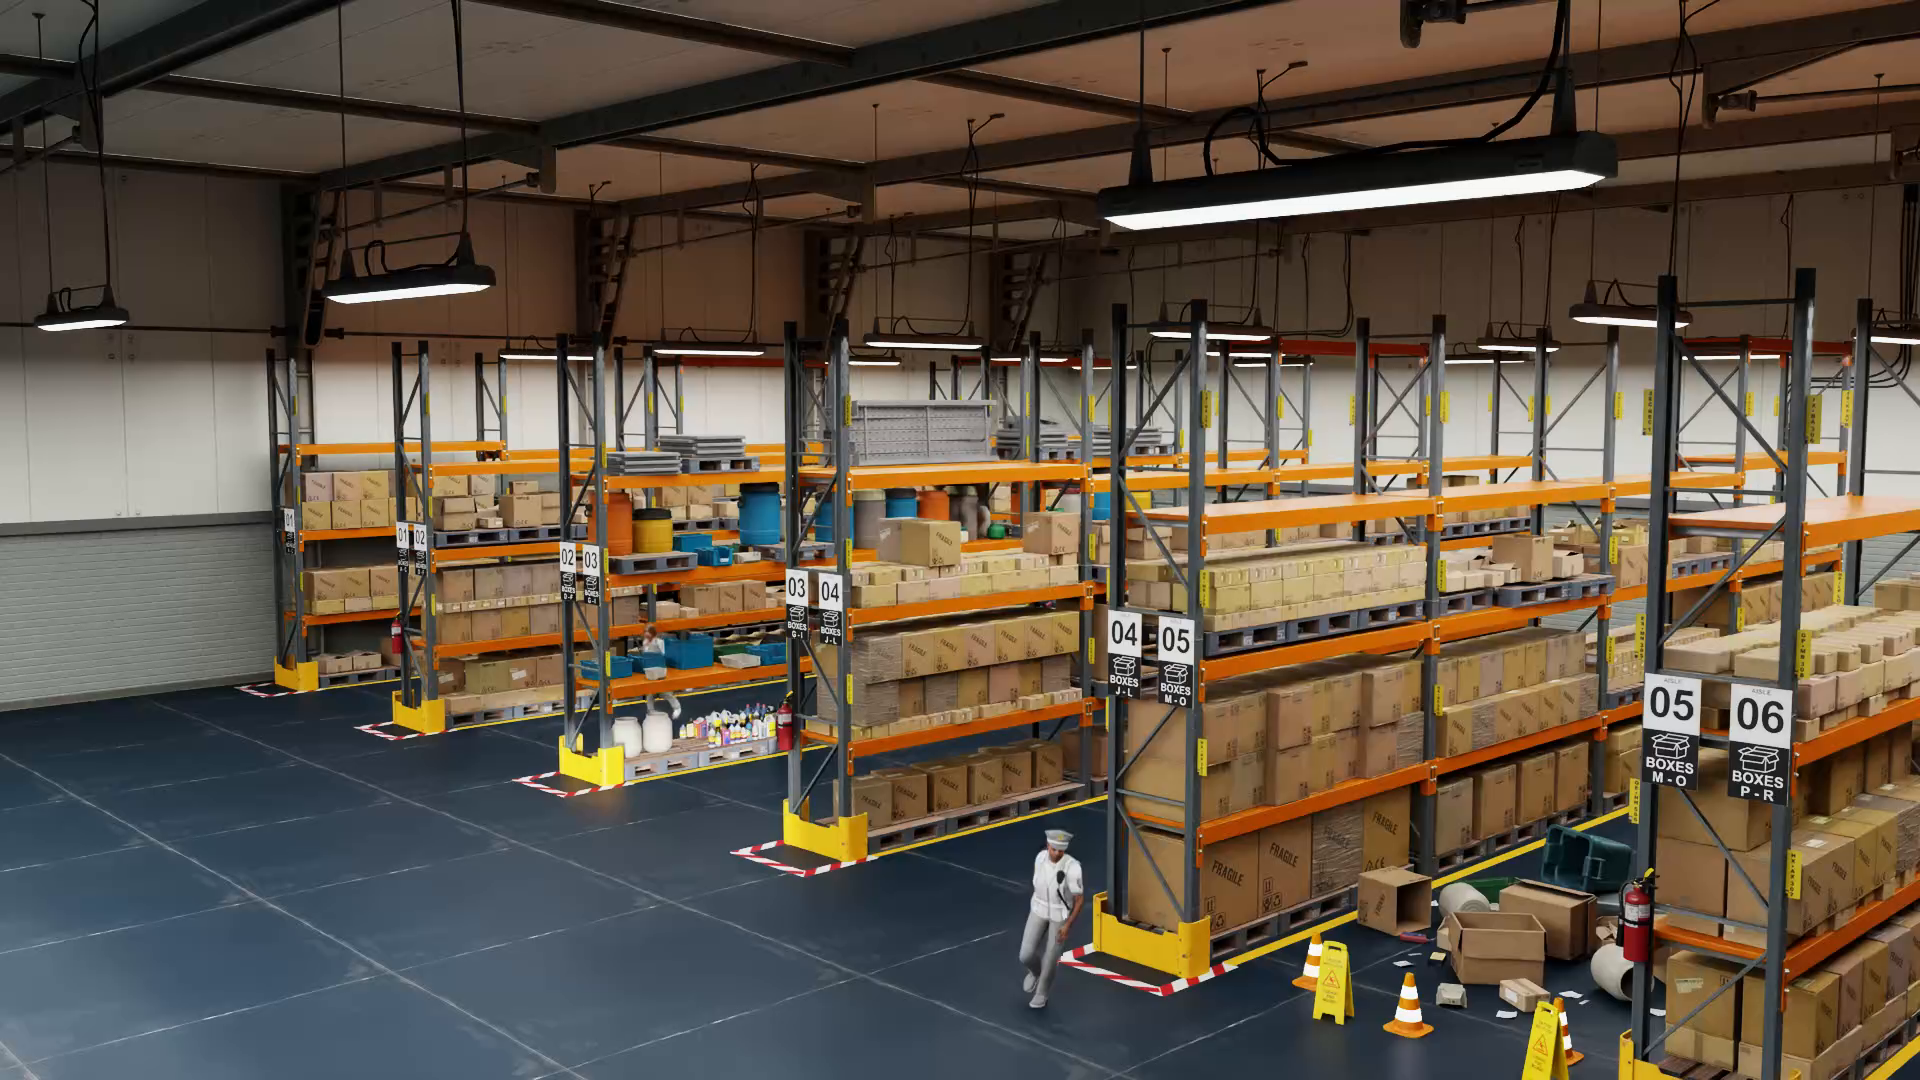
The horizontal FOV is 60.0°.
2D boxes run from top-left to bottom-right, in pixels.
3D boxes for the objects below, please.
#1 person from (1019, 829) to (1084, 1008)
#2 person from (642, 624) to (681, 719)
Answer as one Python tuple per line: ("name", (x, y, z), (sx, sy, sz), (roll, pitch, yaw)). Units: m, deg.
("person", (0.774, 3.165, 13.949), (0.605, 1.585, 0.693), (2, 5, 19))
("person", (-4.795, 2.095, 26.174), (0.531, 1.558, 0.838), (2, 6, 27))
